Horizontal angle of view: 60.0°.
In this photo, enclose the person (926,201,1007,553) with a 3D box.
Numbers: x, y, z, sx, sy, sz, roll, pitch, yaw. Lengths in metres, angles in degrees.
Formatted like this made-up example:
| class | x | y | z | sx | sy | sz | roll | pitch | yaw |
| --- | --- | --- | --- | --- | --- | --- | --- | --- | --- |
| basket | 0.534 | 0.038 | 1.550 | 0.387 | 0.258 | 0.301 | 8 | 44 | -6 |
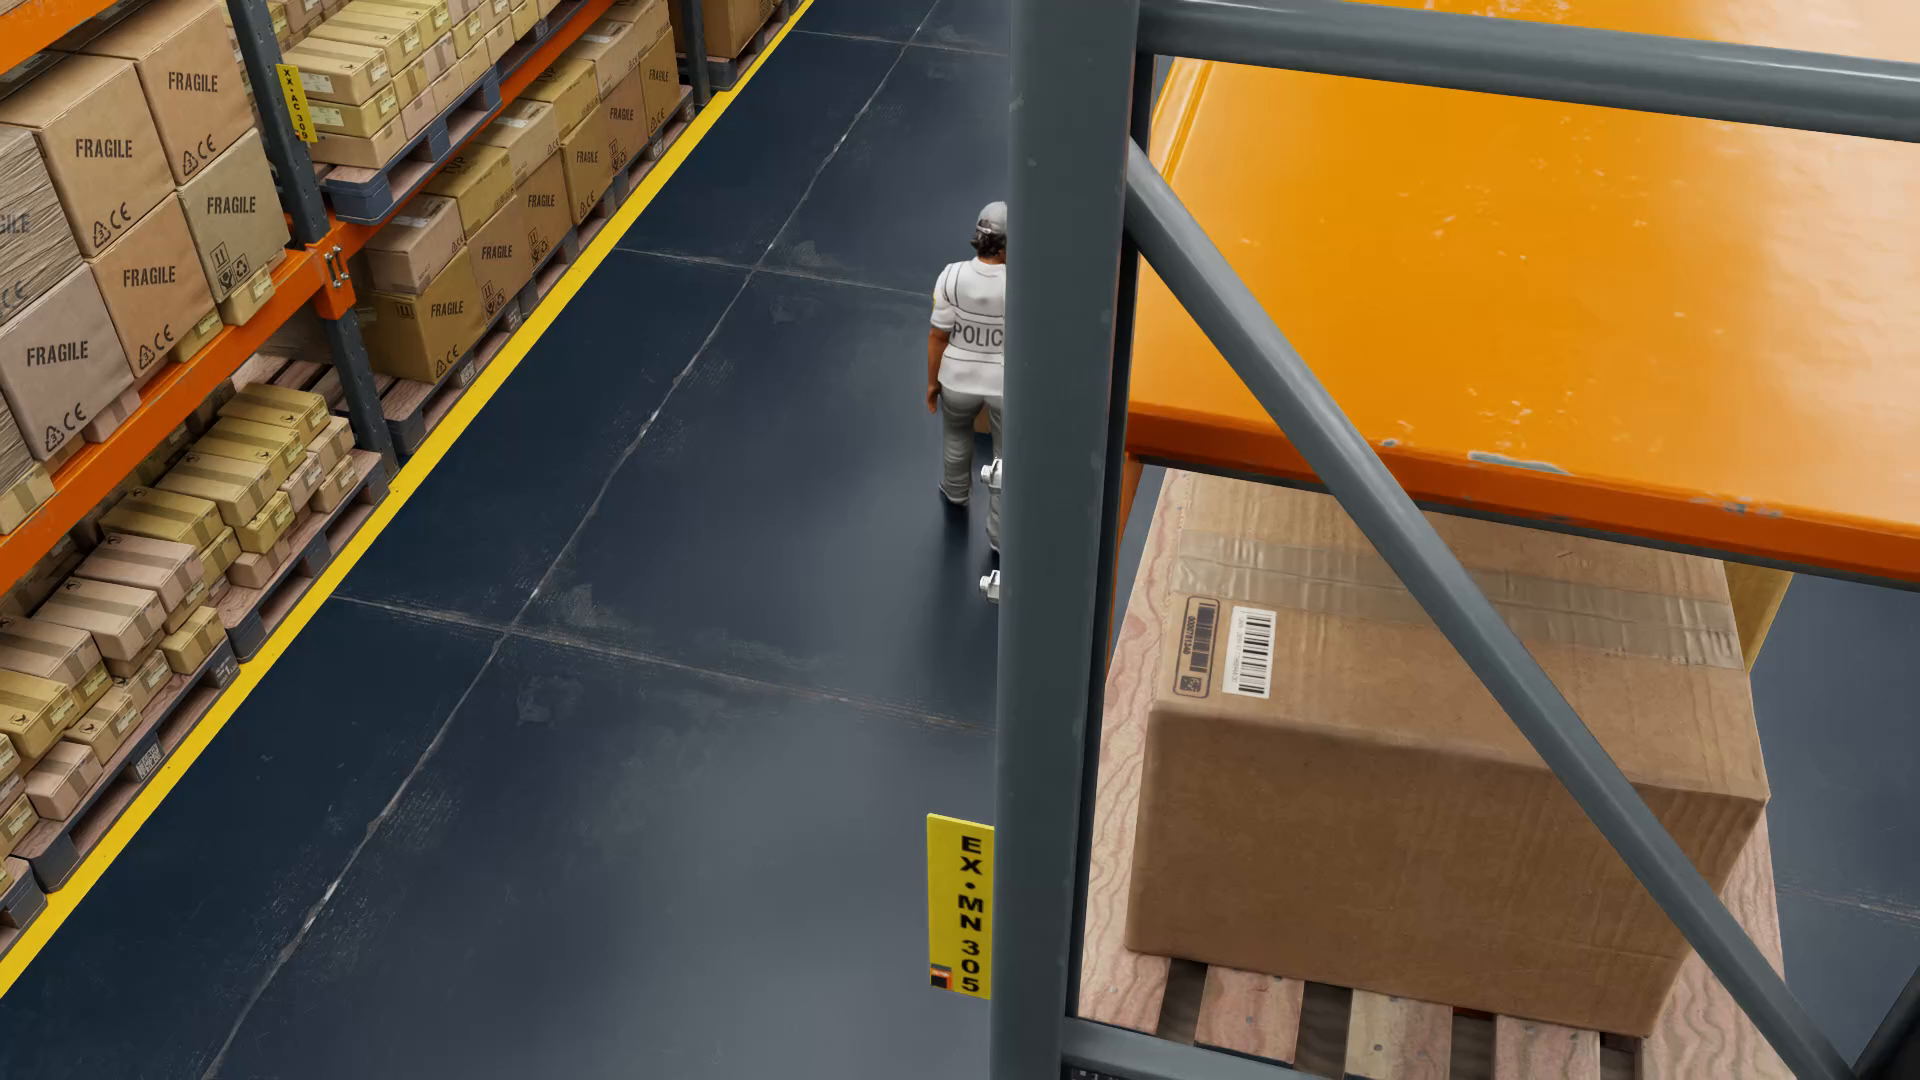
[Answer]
| class | x | y | z | sx | sy | sz | roll | pitch | yaw |
| --- | --- | --- | --- | --- | --- | --- | --- | --- | --- |
| person | 0.129 | -0.727 | 7.152 | 0.535 | 1.675 | 0.573 | 6 | 42 | 7 |
